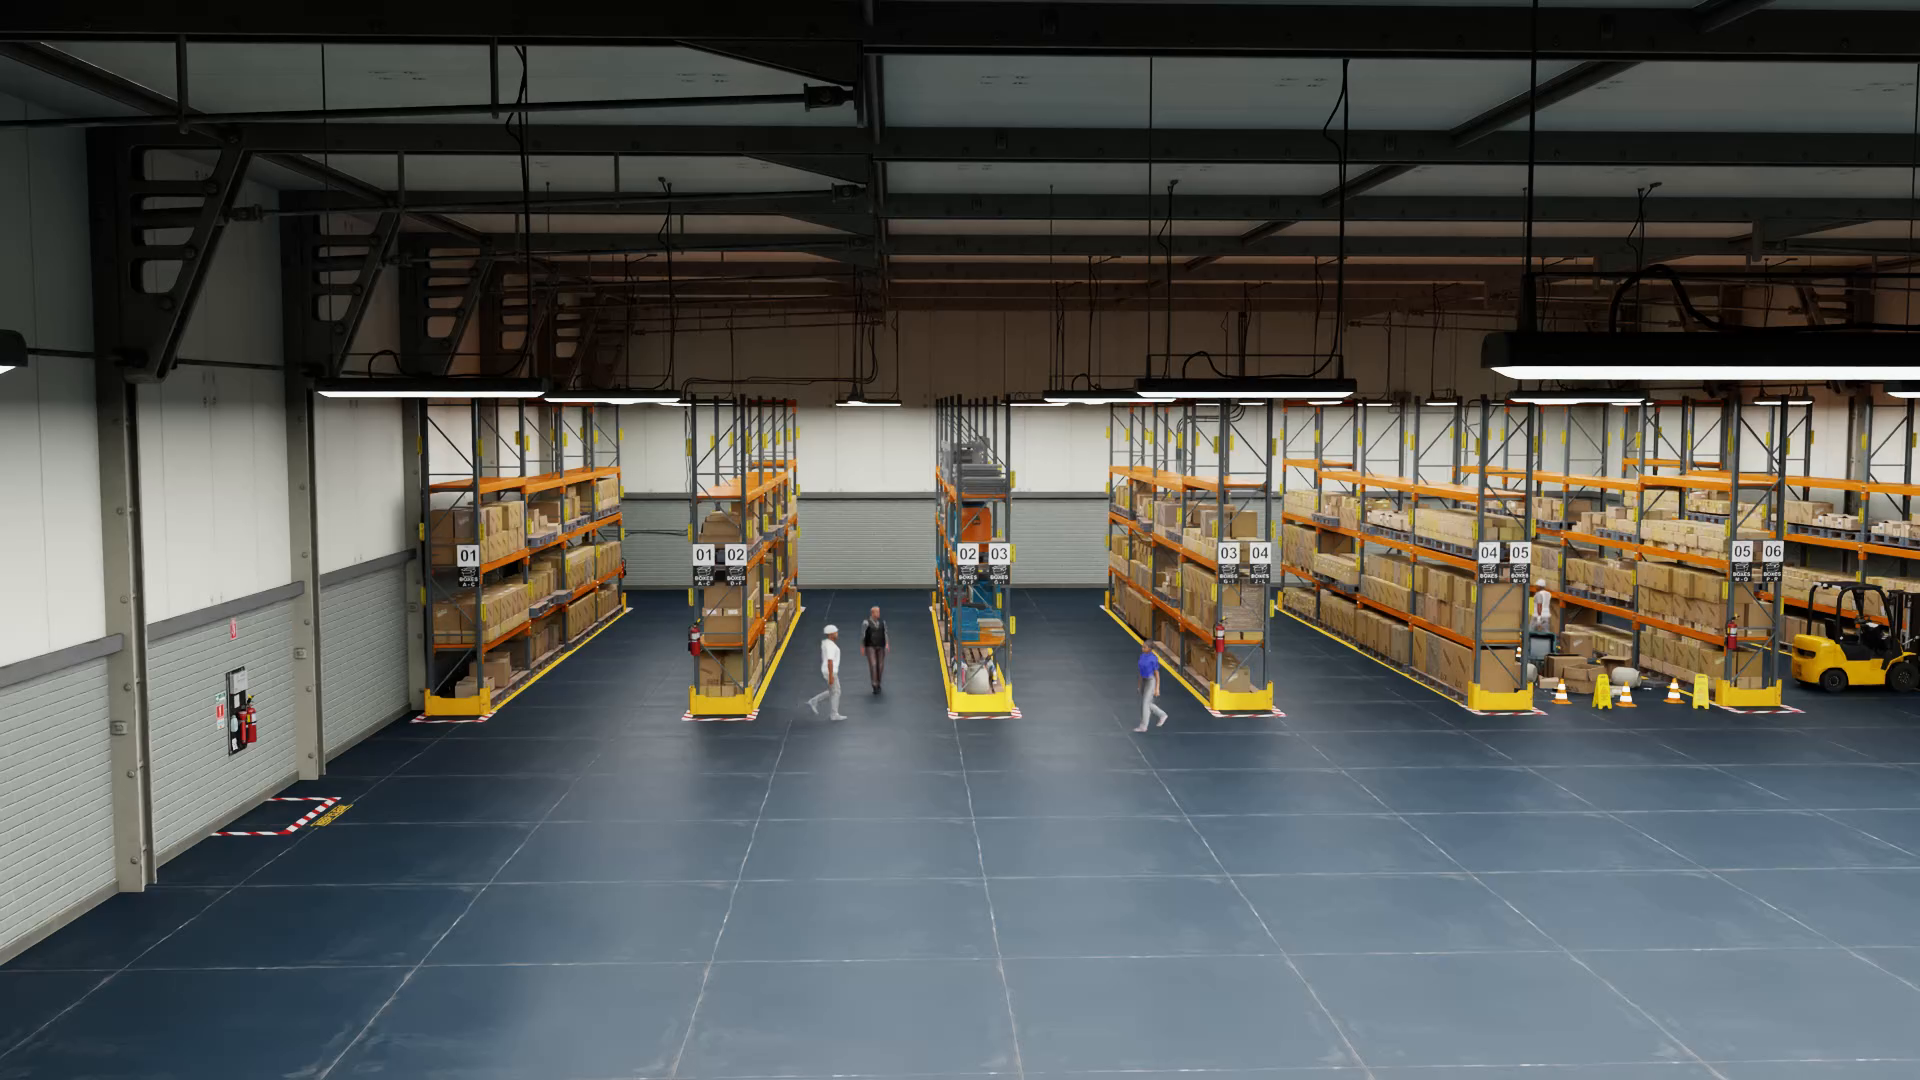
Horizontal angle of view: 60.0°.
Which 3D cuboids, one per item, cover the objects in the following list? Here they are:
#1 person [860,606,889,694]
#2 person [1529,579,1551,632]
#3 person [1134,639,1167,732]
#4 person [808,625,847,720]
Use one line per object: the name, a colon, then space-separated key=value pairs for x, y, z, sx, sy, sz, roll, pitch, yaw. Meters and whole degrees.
person: x=-1.667 y=2.230 z=33.793 sx=0.570 sy=1.722 sz=0.768 roll=-2 pitch=5 yaw=-26
person: x=13.499 y=1.822 z=38.519 sx=0.527 sy=1.816 sz=0.556 roll=-1 pitch=5 yaw=-15
person: x=3.402 y=2.575 z=29.625 sx=0.805 sy=1.632 sz=0.525 roll=-2 pitch=5 yaw=-26
person: x=-2.440 y=2.433 z=30.540 sx=0.741 sy=1.753 sz=0.560 roll=0 pitch=4 yaw=-1
